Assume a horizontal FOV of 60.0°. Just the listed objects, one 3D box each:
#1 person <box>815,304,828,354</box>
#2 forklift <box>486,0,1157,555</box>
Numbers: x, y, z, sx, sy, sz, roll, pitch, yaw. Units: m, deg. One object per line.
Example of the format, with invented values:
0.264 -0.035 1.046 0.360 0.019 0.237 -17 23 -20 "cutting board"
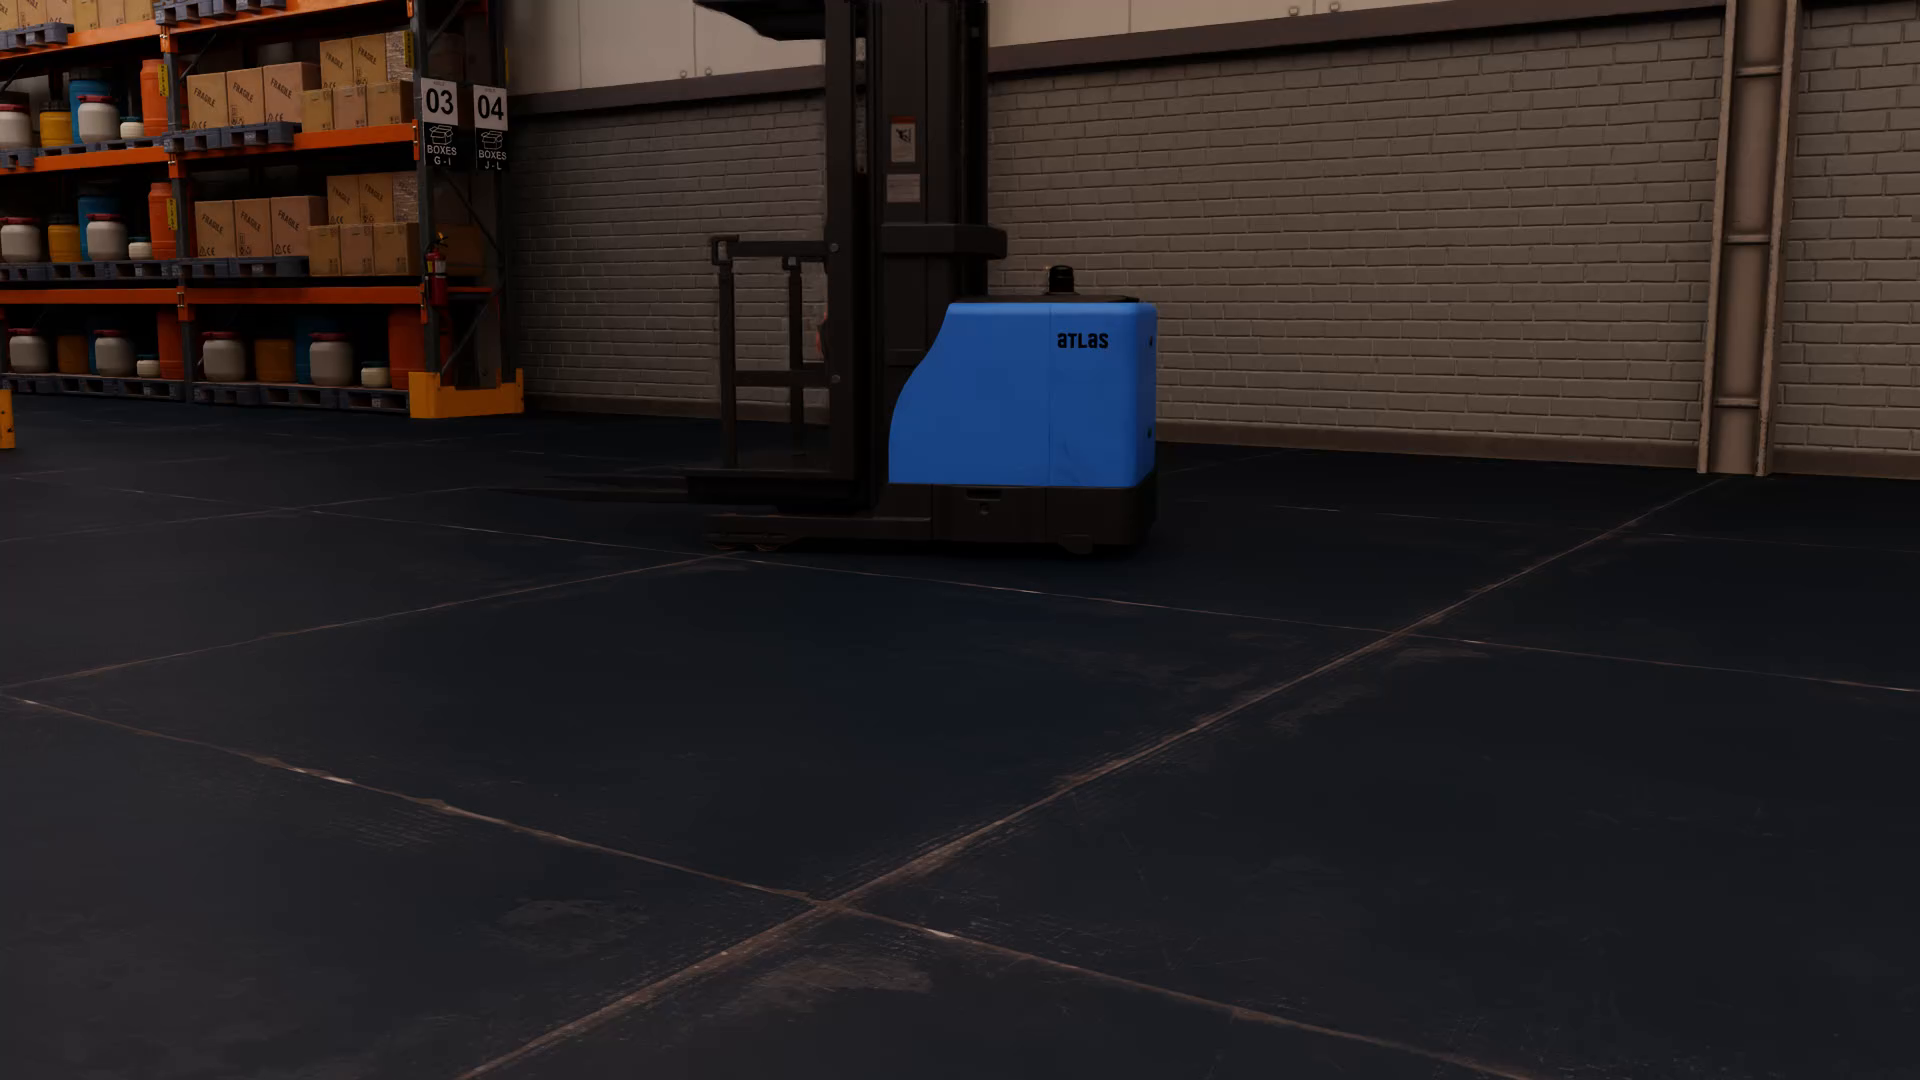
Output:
-0.547 -1.328 11.224 0.896 1.717 0.476 1 8 8 "person"
-0.645 -1.470 7.530 3.031 2.935 1.130 2 8 12 "forklift"
